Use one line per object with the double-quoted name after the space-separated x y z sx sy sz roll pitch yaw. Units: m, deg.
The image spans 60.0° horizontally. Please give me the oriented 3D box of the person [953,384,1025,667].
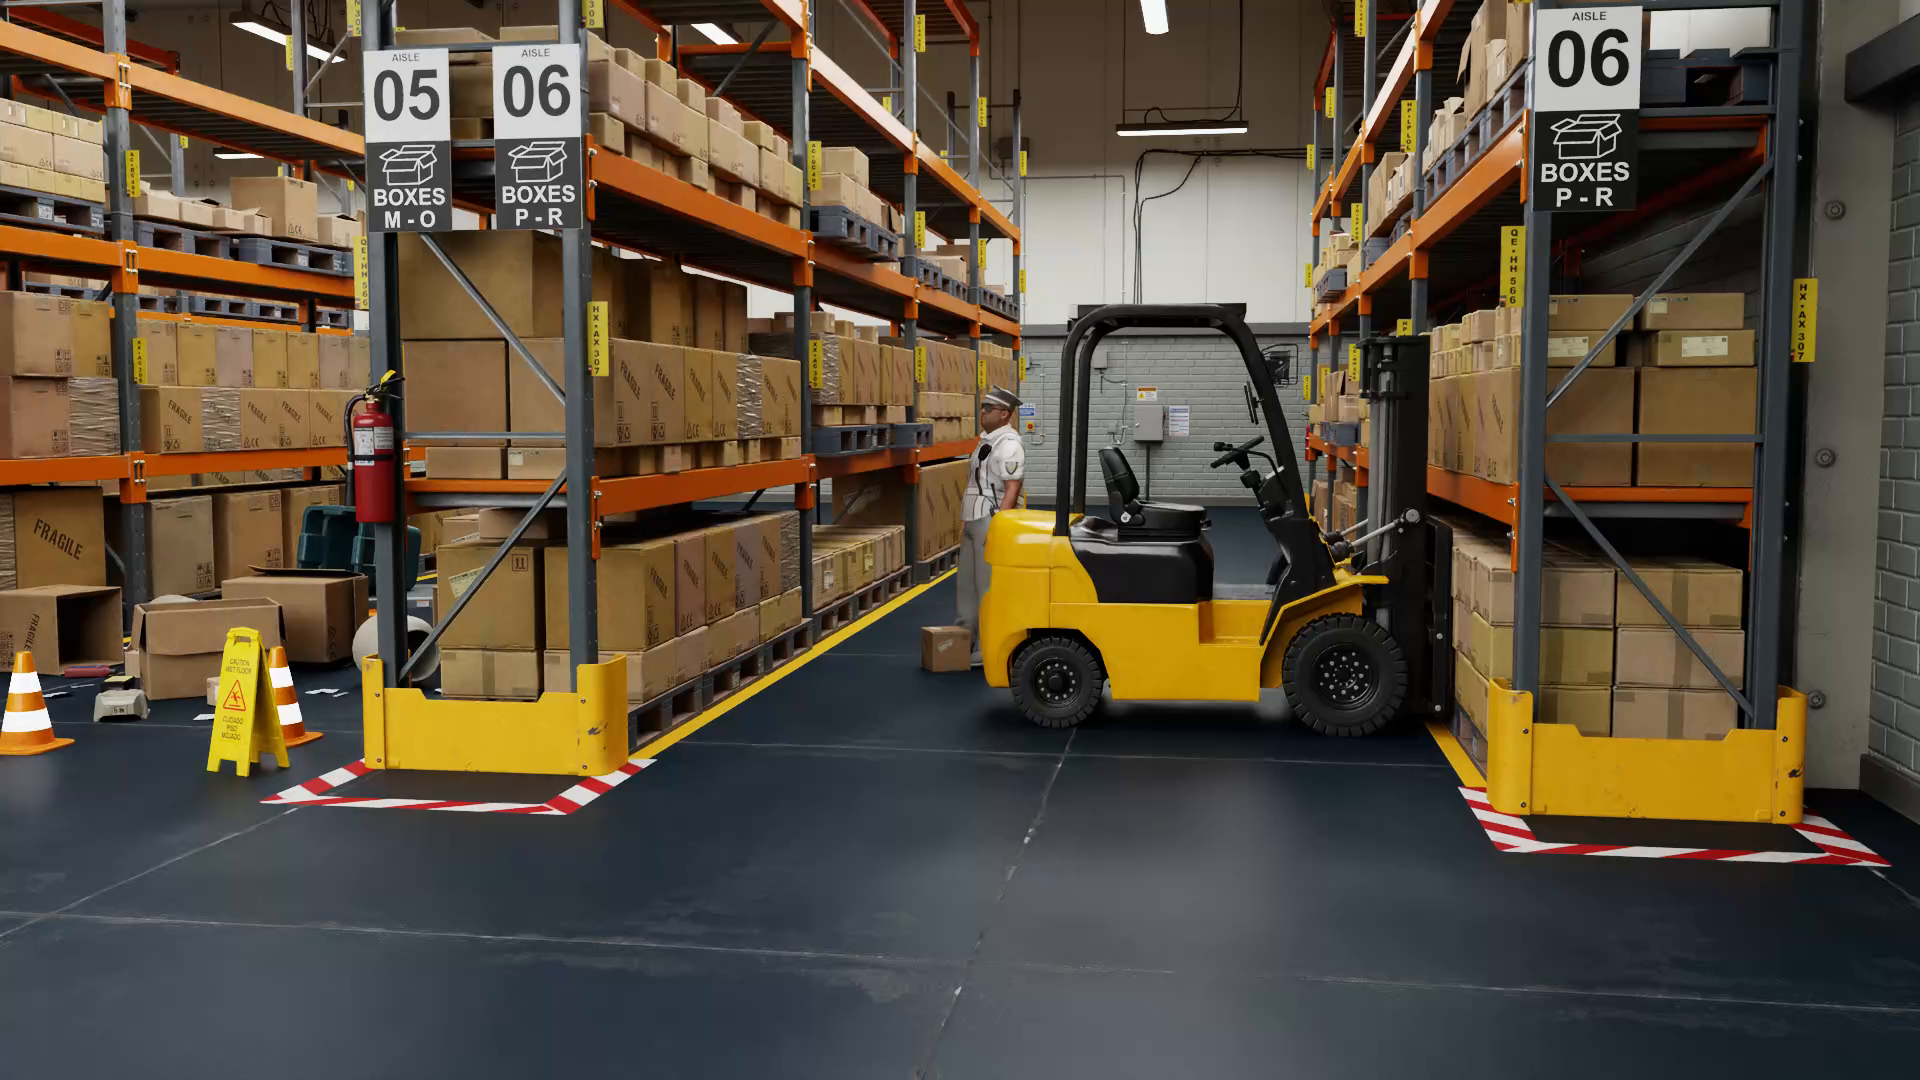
0.107 -0.094 10.499 0.575 1.781 0.640 -1 5 -16 "person"
